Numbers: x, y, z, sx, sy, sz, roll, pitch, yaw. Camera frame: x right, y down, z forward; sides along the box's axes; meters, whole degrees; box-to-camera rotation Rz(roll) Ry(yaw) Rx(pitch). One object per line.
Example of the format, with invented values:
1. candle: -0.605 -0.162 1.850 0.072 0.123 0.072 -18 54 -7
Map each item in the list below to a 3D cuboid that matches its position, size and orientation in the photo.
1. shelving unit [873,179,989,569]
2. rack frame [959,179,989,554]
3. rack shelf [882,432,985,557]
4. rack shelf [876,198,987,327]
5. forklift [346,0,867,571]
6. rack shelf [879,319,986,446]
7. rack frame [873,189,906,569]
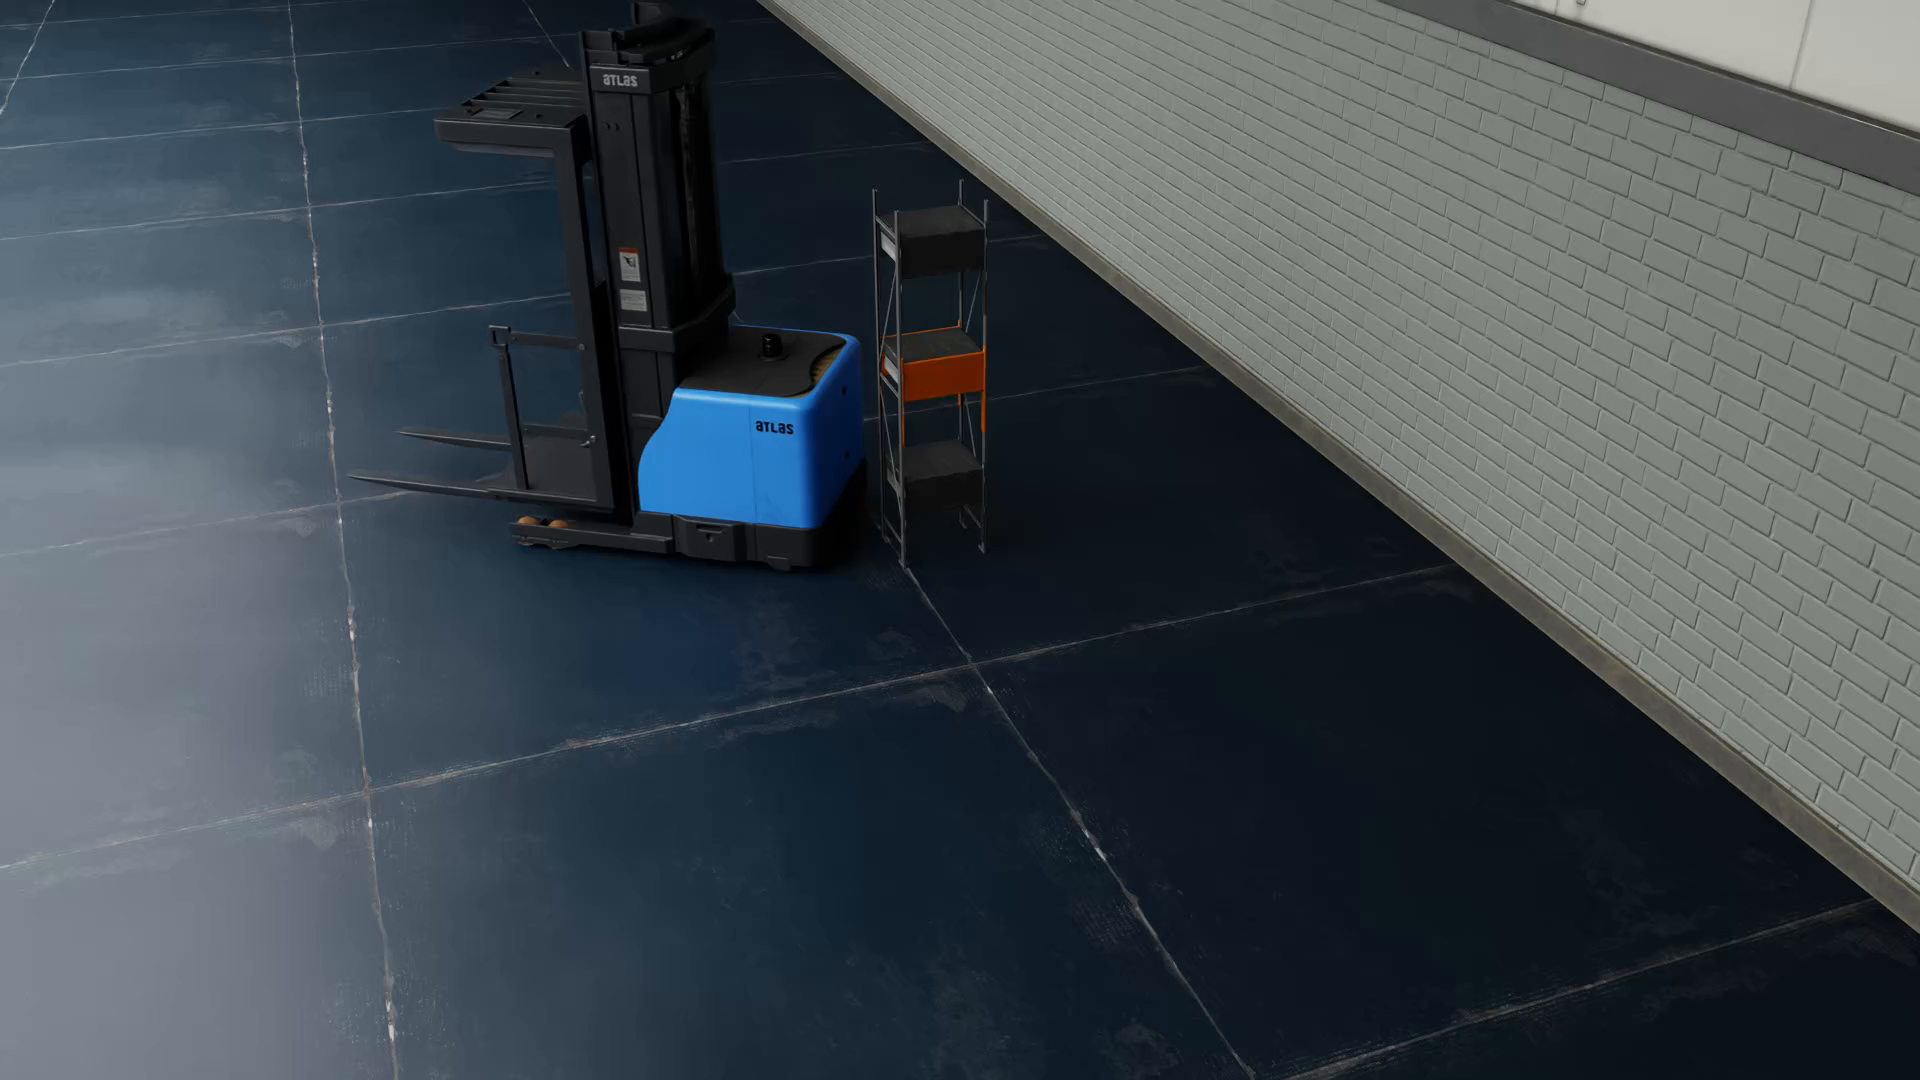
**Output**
1. shelving unit: -0.155 -0.884 9.180 0.503 2.100 0.431 -10 31 -18
2. rack frame: 0.074 -0.926 9.254 0.015 2.100 0.400 -10 31 -18
3. rack shelf: -0.155 -0.264 9.533 0.480 0.518 0.431 -10 31 -18
4. rack shelf: -0.155 -1.480 8.840 0.480 0.518 0.431 -10 31 -18
5. forklift: -2.138 -1.466 9.361 3.031 2.935 1.130 6 30 11
6. rack shelf: -0.155 -0.872 9.187 0.480 0.518 0.431 -10 31 -18
7. rack frame: -0.384 -0.842 9.106 0.015 2.100 0.400 -10 31 -18
